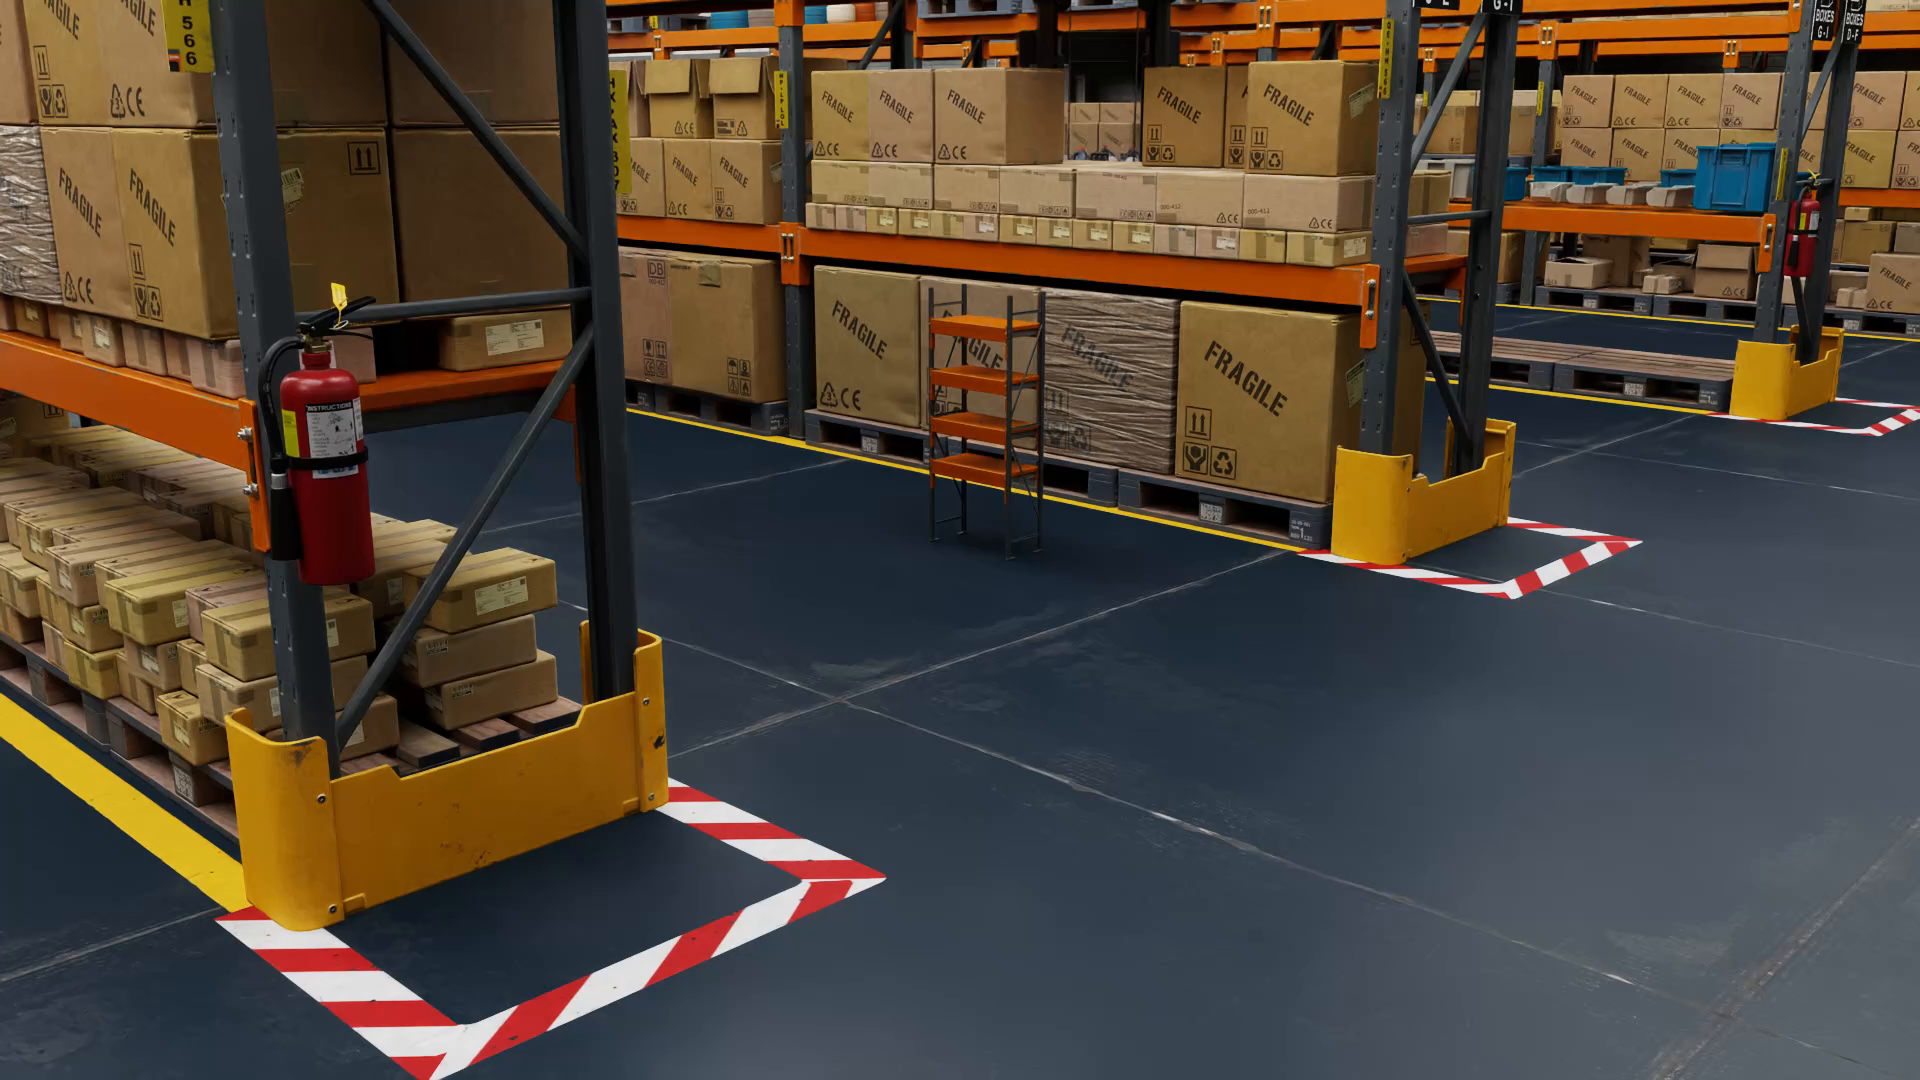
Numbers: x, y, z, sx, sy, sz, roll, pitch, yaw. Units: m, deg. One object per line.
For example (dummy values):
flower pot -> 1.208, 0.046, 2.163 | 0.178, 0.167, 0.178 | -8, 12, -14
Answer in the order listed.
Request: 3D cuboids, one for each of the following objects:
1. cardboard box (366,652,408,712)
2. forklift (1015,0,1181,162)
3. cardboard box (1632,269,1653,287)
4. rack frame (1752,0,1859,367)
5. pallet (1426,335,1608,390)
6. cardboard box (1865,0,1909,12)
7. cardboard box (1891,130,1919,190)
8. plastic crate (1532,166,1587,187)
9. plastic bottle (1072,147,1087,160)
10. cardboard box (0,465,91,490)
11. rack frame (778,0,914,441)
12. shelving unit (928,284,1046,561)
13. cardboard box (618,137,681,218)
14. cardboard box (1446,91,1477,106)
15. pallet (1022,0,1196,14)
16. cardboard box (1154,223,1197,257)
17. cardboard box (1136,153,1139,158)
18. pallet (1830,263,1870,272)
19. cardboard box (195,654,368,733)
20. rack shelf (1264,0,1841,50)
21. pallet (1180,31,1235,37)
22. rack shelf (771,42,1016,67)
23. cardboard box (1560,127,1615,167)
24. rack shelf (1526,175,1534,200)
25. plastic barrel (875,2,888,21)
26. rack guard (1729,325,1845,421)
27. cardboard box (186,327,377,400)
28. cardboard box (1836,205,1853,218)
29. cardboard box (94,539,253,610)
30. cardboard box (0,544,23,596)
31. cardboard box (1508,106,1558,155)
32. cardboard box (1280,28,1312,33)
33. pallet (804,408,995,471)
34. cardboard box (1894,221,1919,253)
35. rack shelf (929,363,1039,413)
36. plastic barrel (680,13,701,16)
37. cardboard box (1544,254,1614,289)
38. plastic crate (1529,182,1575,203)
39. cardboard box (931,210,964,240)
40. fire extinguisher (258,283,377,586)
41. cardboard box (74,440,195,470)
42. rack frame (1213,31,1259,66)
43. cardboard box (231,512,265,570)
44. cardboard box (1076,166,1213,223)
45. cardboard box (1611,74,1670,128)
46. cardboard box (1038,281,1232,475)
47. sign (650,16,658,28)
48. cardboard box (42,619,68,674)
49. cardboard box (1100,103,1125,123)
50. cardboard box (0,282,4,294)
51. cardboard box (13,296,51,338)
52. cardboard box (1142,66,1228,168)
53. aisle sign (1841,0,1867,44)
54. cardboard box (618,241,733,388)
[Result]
cardboard box -> -1.715, 0.409, 5.233 | 0.250, 0.149, 0.380 | 14, 20, 42
forklift -> 0.938, -2.498, 11.705 | 1.130, 2.935, 3.031 | 0, 15, 0
cardboard box -> 7.119, -2.697, 17.114 | 0.250, 0.149, 0.380 | 14, 20, 42
rack frame -> 5.639, -2.368, 11.070 | 0.127, 3.000, 1.000 | 14, 20, 42
pallet -> 4.198, -1.383, 12.822 | 1.213, 0.211, 1.003 | 14, 20, 42
cardboard box -> 8.174, -4.777, 14.664 | 0.500, 0.250, 0.500 | 14, 20, 42
cardboard box -> 8.568, -3.344, 14.617 | 0.500, 0.500, 0.500 | -14, 20, -42
plastic crate -> 4.526, -2.702, 12.565 | 0.300, 0.233, 0.416 | 14, 20, 42
plastic bottle -> 1.078, -3.338, 14.892 | 0.185, 0.351, 0.144 | 14, 20, 42
cardboard box -> -3.513, -0.164, 6.254 | 0.250, 0.149, 0.380 | 13, 19, 41
rack frame -> -0.679, -2.169, 10.307 | 0.127, 3.000, 1.000 | 14, 20, 42
shelving unit -> 0.119, -0.552, 7.670 | 0.503, 1.200, 0.258 | 14, 20, 42
cardboard box -> -1.937, -2.427, 11.101 | 0.500, 0.500, 0.500 | 13, 20, 42
cardboard box -> 6.925, -6.000, 22.694 | 0.500, 0.250, 0.500 | -14, 20, -43
pallet -> 1.309, -4.745, 14.621 | 1.213, 0.211, 1.003 | 14, 20, 42
cardboard box -> 1.168, -1.483, 8.173 | 0.250, 0.149, 0.380 | 14, 20, 43
cardboard box -> 2.364, -4.758, 20.741 | 0.380, 0.149, 0.250 | -13, 19, -40
pallet -> 11.011, -3.156, 19.625 | 1.213, 0.211, 1.003 | 14, 20, 42
cardboard box -> -1.893, 0.406, 4.657 | 0.250, 0.149, 0.380 | 13, 19, 41
rack shelf -> 4.199, -3.821, 12.126 | 4.000, 0.370, 1.077 | 14, 20, 42
pallet -> 2.770, -6.129, 19.931 | 1.213, 0.211, 1.003 | -13, 20, -42
rack shelf -> -0.999, -6.820, 23.634 | 4.000, 0.370, 1.077 | 14, 20, 42
cardboard box -> 6.378, -3.876, 16.660 | 0.500, 0.500, 0.500 | -14, 20, -43
rack shelf -> 4.760, -3.968, 18.639 | 4.000, 0.370, 1.077 | 14, 20, 42
plastic barrel -> -0.561, -5.645, 16.705 | 0.600, 0.901, 0.600 | 0, 15, 0
rack guard -> 5.665, -1.156, 11.378 | 0.348, 0.500, 1.175 | 14, 20, 42
cardboard box -> -1.745, -0.470, 4.286 | 0.250, 0.149, 0.380 | 14, 20, 42
cardboard box -> 10.707, -3.948, 19.972 | 0.250, 0.149, 0.380 | 13, 19, 40
cardboard box -> -2.430, 0.122, 5.155 | 0.250, 0.149, 0.380 | 13, 19, 40
cardboard box -> -3.199, 0.088, 5.878 | 0.250, 0.149, 0.380 | 13, 20, 42
cardboard box -> 6.014, -4.341, 17.613 | 0.500, 0.500, 0.700 | 7, 16, 24
cardboard box -> 4.025, -6.007, 18.889 | 0.500, 0.500, 0.910 | 14, 20, 42
pallet -> -0.185, -0.672, 10.093 | 1.213, 0.211, 1.003 | 14, 20, 42
cardboard box -> 11.219, -3.439, 19.308 | 0.500, 0.500, 0.700 | 13, 19, 40
rack shelf -> 0.119, -0.703, 7.630 | 0.480, 0.148, 0.258 | 14, 20, 42
plastic barrel -> -3.173, -6.288, 19.111 | 0.421, 0.512, 0.421 | 0, 15, 0
cardboard box -> 6.352, -2.765, 17.056 | 0.500, 0.311, 0.500 | 14, 20, 42
plastic crate -> 4.284, -2.525, 12.078 | 0.250, 0.136, 0.298 | 14, 20, 42
cardboard box -> 0.058, -1.753, 9.208 | 0.250, 0.149, 0.380 | 13, 20, 41
fire extinguisher -> -1.454, -0.240, 3.799 | 0.183, 0.674, 0.296 | 14, 20, 42
cardboard box -> -3.362, -0.303, 6.787 | 0.250, 0.149, 0.380 | 13, 20, 42
rack frame -> 3.321, -4.666, 19.892 | 0.127, 3.000, 1.000 | 14, 20, 42
cardboard box -> -2.259, -0.023, 5.714 | 0.380, 0.149, 0.250 | -14, 20, -42
cardboard box -> 0.937, -1.755, 8.425 | 0.500, 0.250, 0.500 | 13, 19, 40
cardboard box -> 6.716, -4.275, 16.208 | 0.500, 0.500, 0.500 | 13, 19, 40
cardboard box -> 1.030, -0.901, 8.820 | 0.875, 0.875, 0.875 | 14, 20, 42
sign -> -3.389, -5.826, 18.375 | 0.005, 0.325, 0.100 | 14, 20, 42
cardboard box -> -2.821, 0.322, 5.569 | 0.380, 0.149, 0.250 | -14, 20, -43
cardboard box -> 2.603, -6.769, 26.733 | 0.500, 0.500, 0.500 | 13, 19, 41
cardboard box -> -2.907, -1.078, 5.330 | 0.500, 0.500, 0.500 | -13, 20, -41
cardboard box -> -2.814, -0.755, 5.380 | 0.250, 0.149, 0.380 | 14, 20, 43
cardboard box -> 1.306, -2.213, 8.697 | 0.500, 0.500, 0.500 | 13, 19, 41
aisle sign -> 5.897, -3.667, 10.901 | 0.004, 0.787, 0.394 | 14, 20, 42
cardboard box -> -1.797, -1.608, 11.537 | 0.875, 0.875, 1.225 | 13, 19, 40
